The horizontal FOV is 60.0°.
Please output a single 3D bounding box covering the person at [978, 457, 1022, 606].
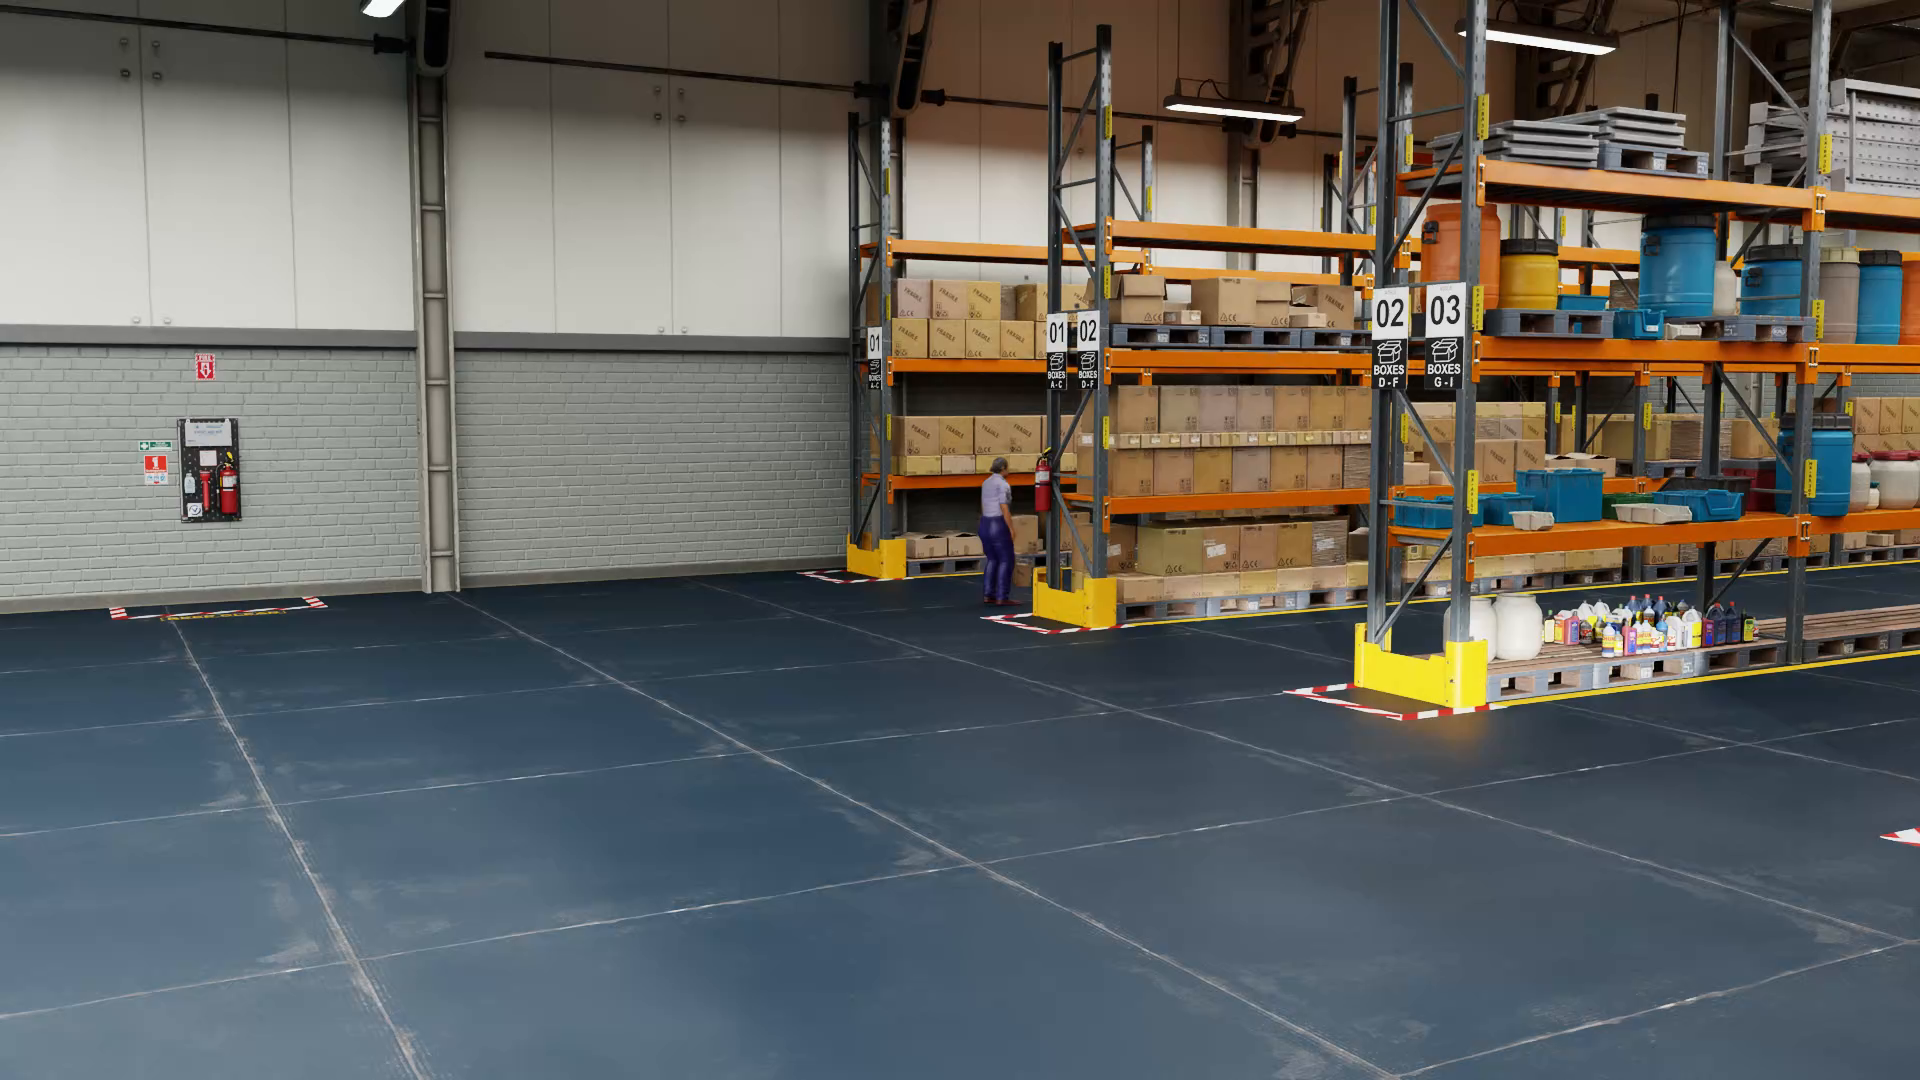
[{"bbox_3d":[0.426,-0.103,18.682,0.372,1.654,0.532,-3,6,-30],"label":"person"}]
